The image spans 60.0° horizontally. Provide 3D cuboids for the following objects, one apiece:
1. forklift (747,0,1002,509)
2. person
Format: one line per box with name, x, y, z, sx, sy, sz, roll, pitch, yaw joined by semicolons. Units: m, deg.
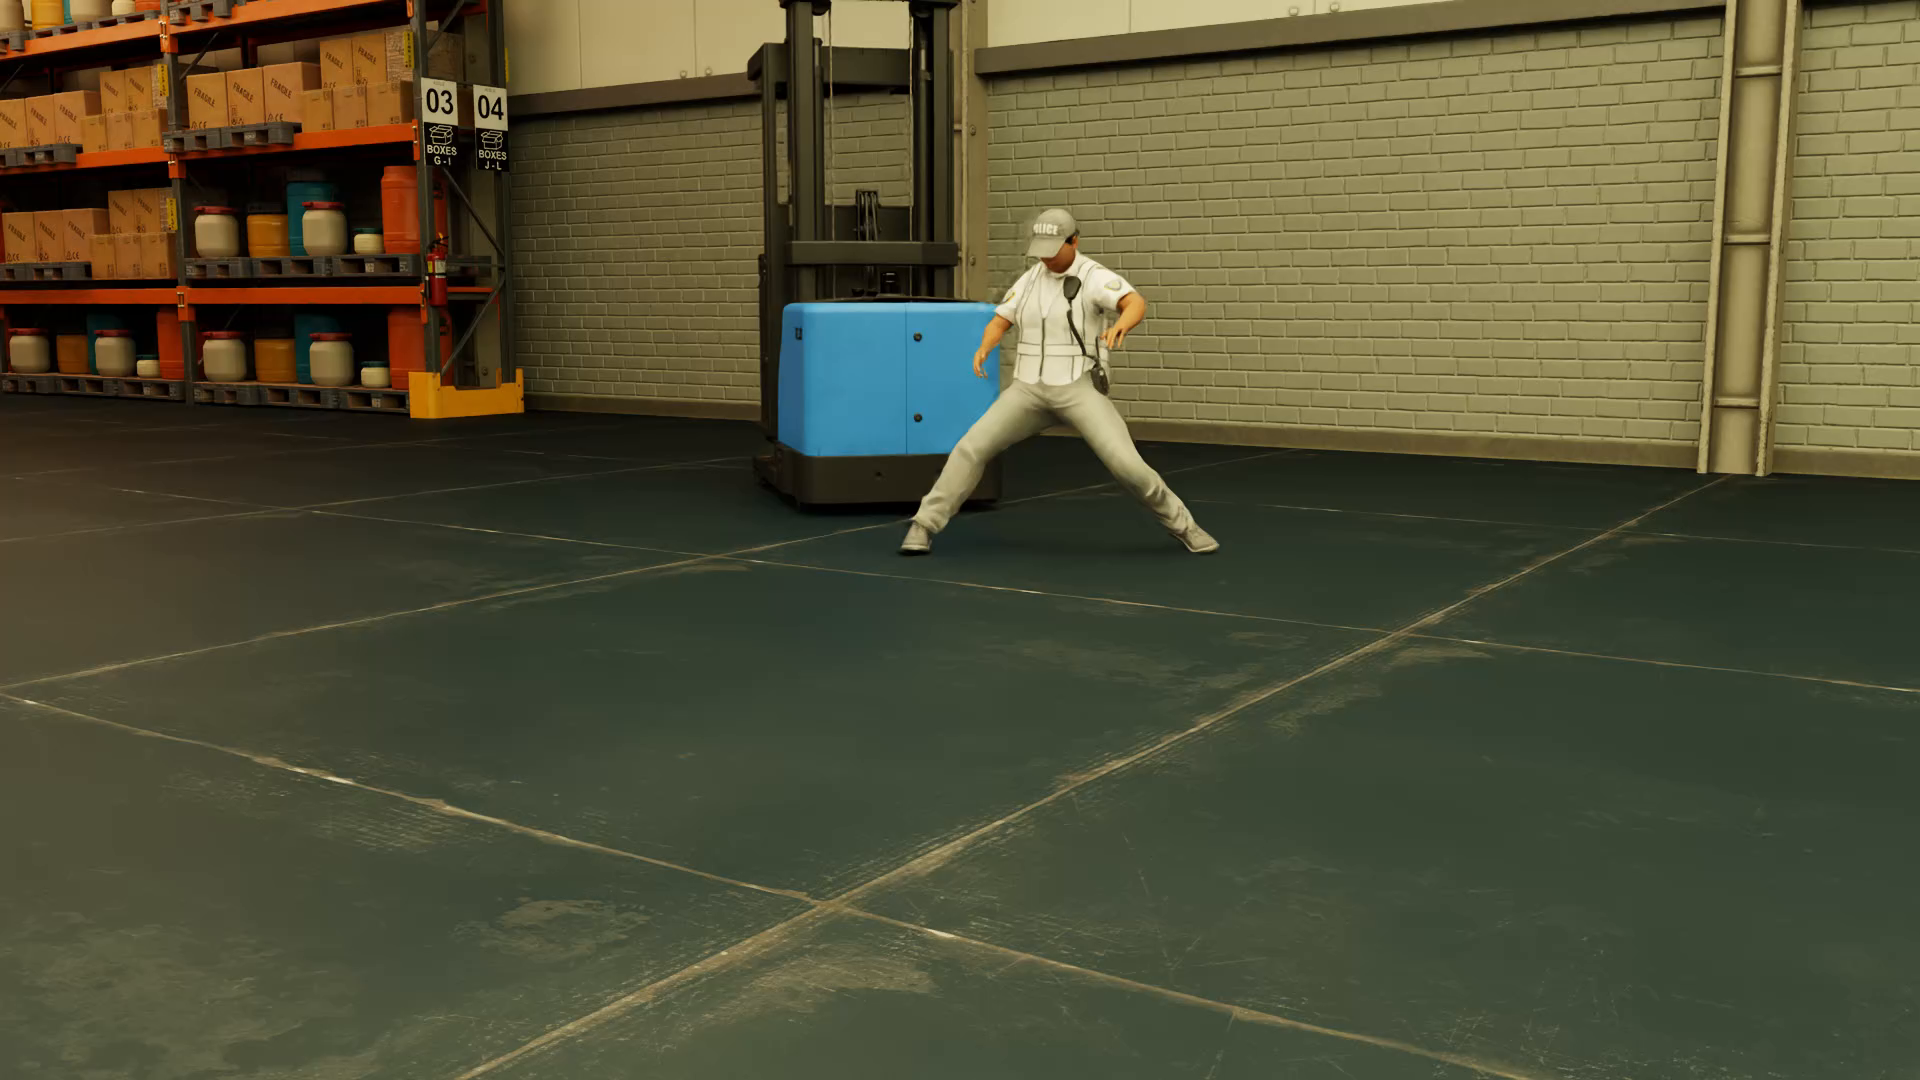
forklift;-0.632;-1.781;9.721;1.130;2.935;3.031;-2;8;-14
person;0.423;-0.671;7.132;1.236;1.478;0.892;5;10;33
